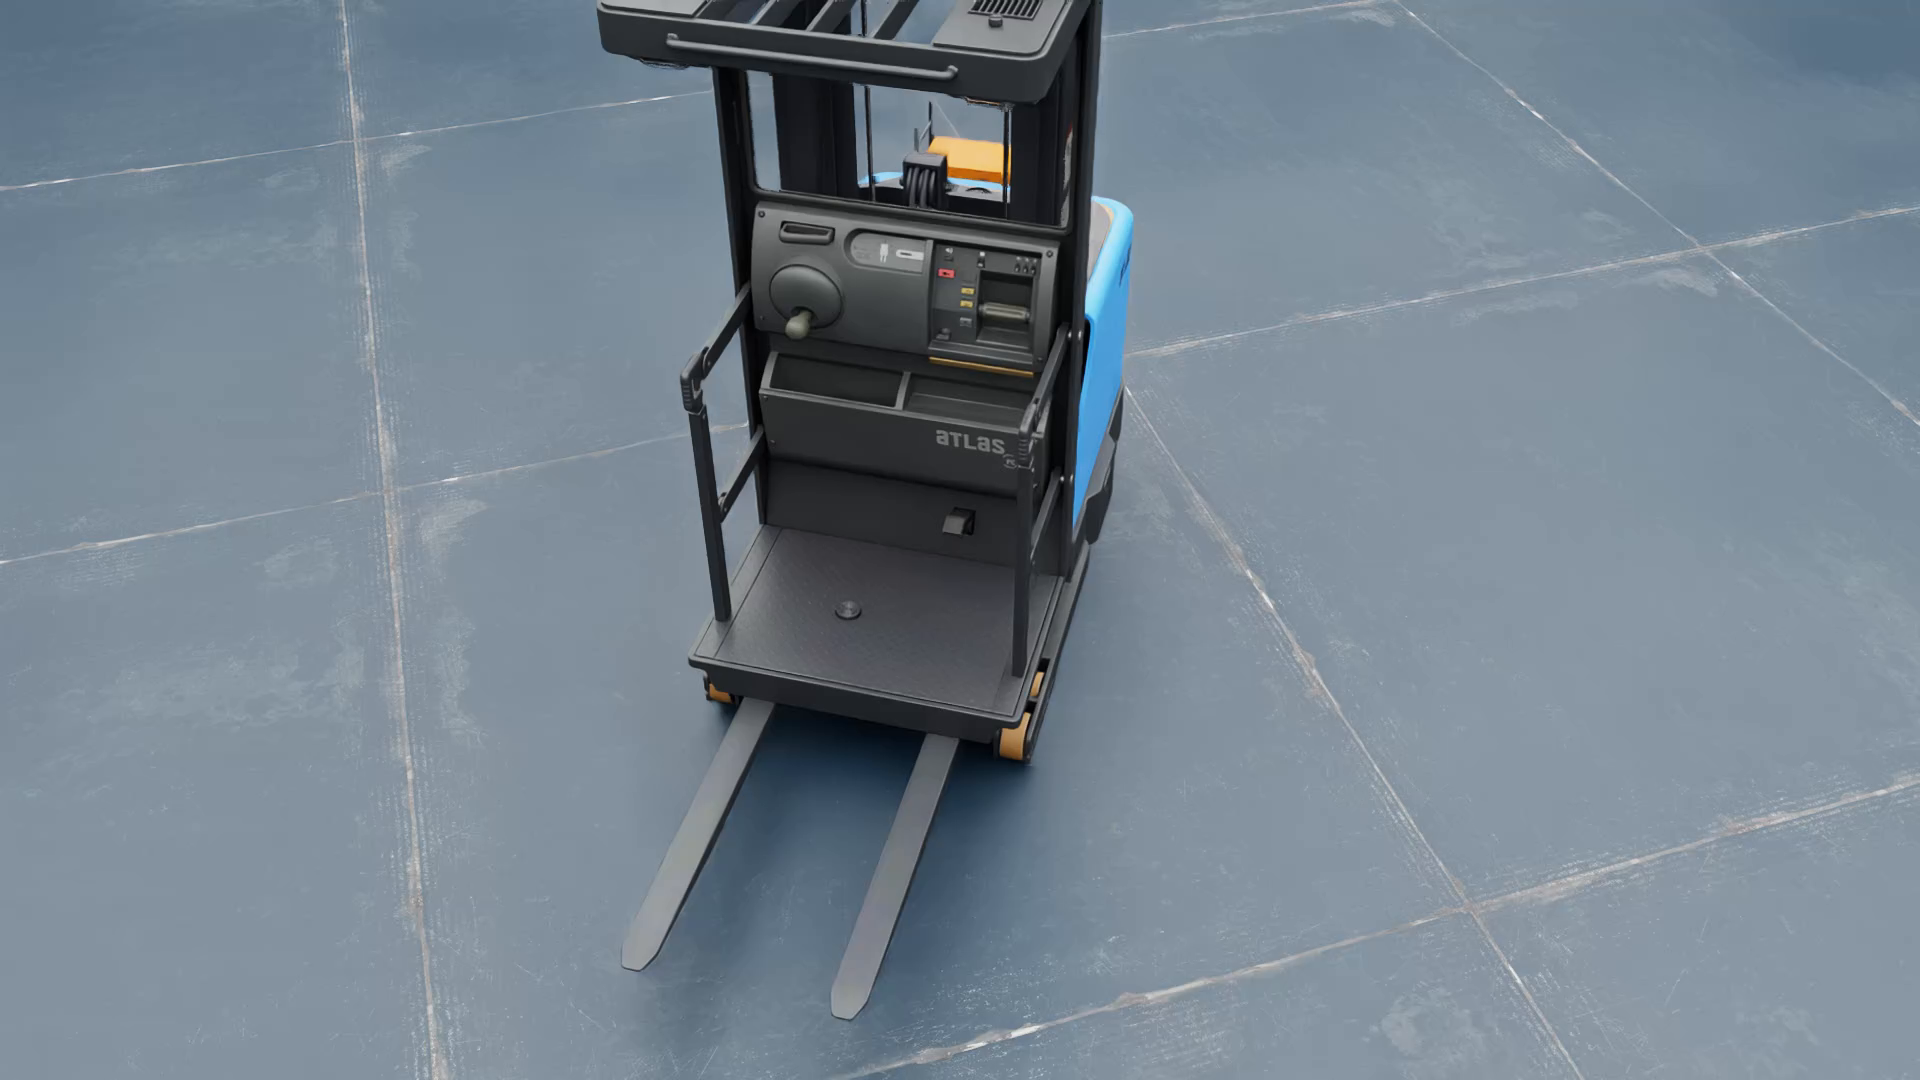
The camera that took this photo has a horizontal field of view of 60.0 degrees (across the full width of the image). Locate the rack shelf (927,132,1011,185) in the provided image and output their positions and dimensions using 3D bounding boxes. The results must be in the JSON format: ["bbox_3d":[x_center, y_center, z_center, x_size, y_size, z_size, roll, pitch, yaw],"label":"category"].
[{"bbox_3d":[0.101,-1.412,6.351,0.480,0.148,0.258,9,40,10],"label":"rack shelf"}]

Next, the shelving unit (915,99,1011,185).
[{"bbox_3d":[0.098,-1.108,6.600,0.503,1.200,0.258,9,40,10],"label":"shelving unit"}]

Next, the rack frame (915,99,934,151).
[{"bbox_3d":[-0.139,-1.146,6.643,0.015,1.200,0.240,9,40,10],"label":"rack frame"}]

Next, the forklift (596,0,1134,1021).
[{"bbox_3d":[-0.225,-0.671,4.791,1.130,2.935,3.031,10,42,11],"label":"forklift"}]
